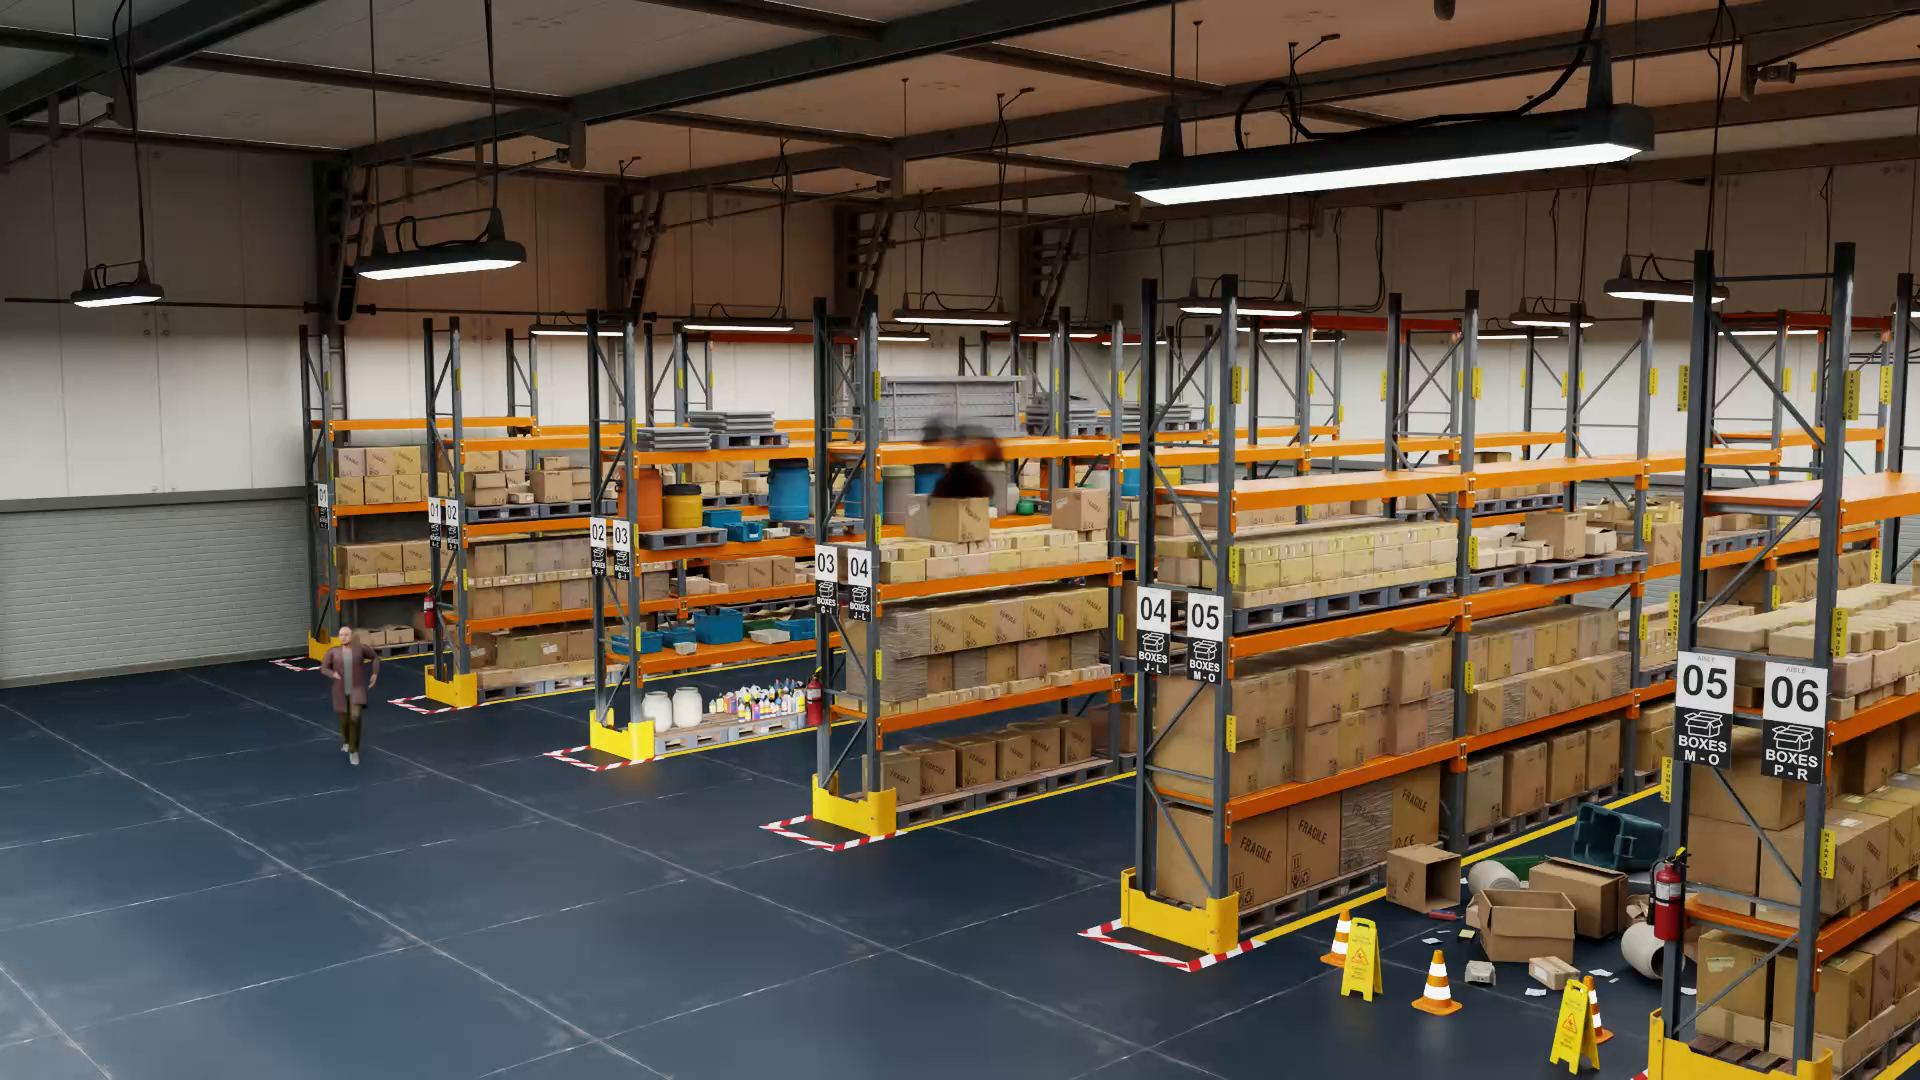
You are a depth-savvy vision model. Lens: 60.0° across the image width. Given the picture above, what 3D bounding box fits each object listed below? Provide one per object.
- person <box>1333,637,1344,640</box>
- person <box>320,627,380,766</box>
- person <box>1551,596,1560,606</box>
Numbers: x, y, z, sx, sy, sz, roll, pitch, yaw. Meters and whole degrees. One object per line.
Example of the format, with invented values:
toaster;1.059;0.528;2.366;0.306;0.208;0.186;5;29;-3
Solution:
person;5.162;1.981;22.625;0.668;1.770;0.908;6;8;44
person;-8.144;2.061;22.216;0.717;1.822;0.867;-1;6;-11
person;9.462;1.640;26.337;0.574;1.683;0.939;6;8;44
